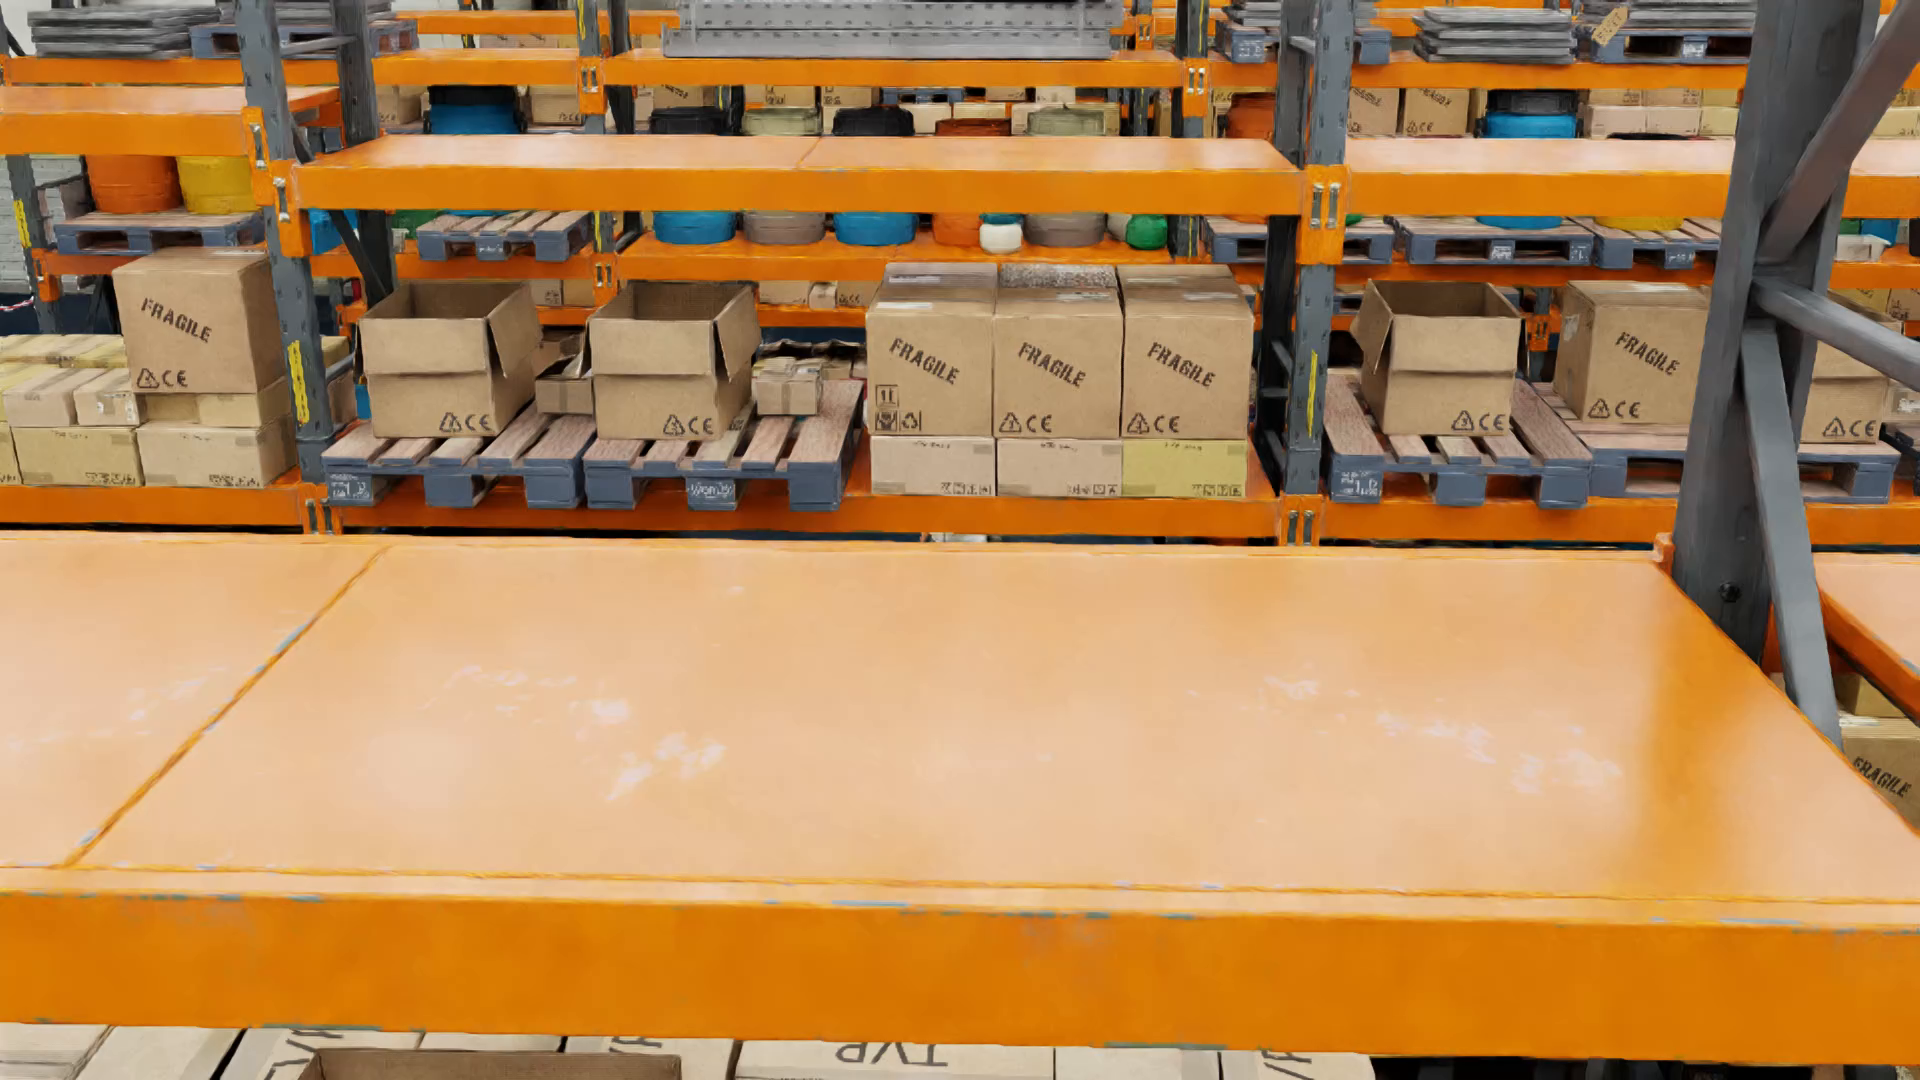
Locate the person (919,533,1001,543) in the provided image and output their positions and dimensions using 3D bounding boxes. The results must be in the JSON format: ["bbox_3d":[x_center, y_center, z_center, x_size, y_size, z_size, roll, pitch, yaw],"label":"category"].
[{"bbox_3d":[-0.023,-0.036,11.729,0.703,1.764,0.460,15,25,34],"label":"person"}]
